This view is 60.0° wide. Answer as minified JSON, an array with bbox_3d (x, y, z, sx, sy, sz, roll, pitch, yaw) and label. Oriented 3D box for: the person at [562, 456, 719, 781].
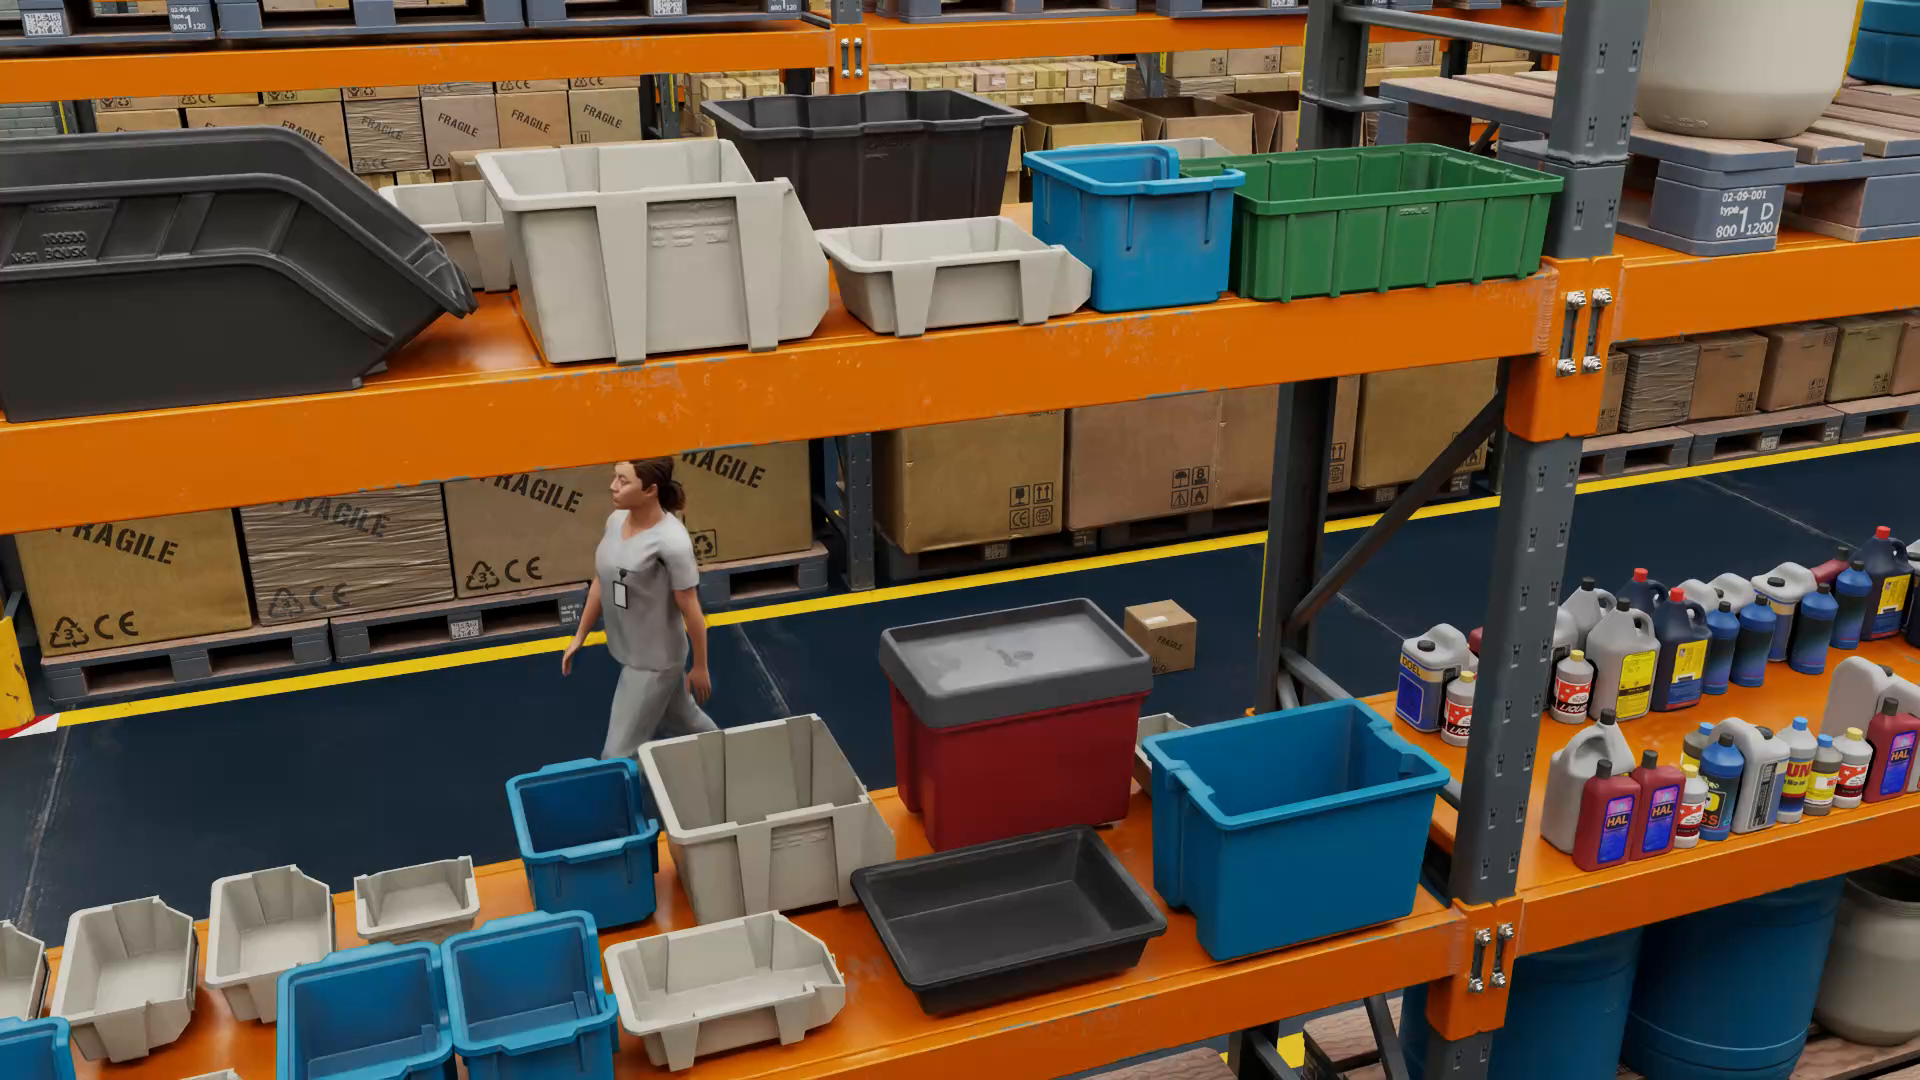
[{"bbox_3d":[-1.211,0.422,6.054,0.985,1.612,0.471,-17,28,-36],"label":"person"}]
